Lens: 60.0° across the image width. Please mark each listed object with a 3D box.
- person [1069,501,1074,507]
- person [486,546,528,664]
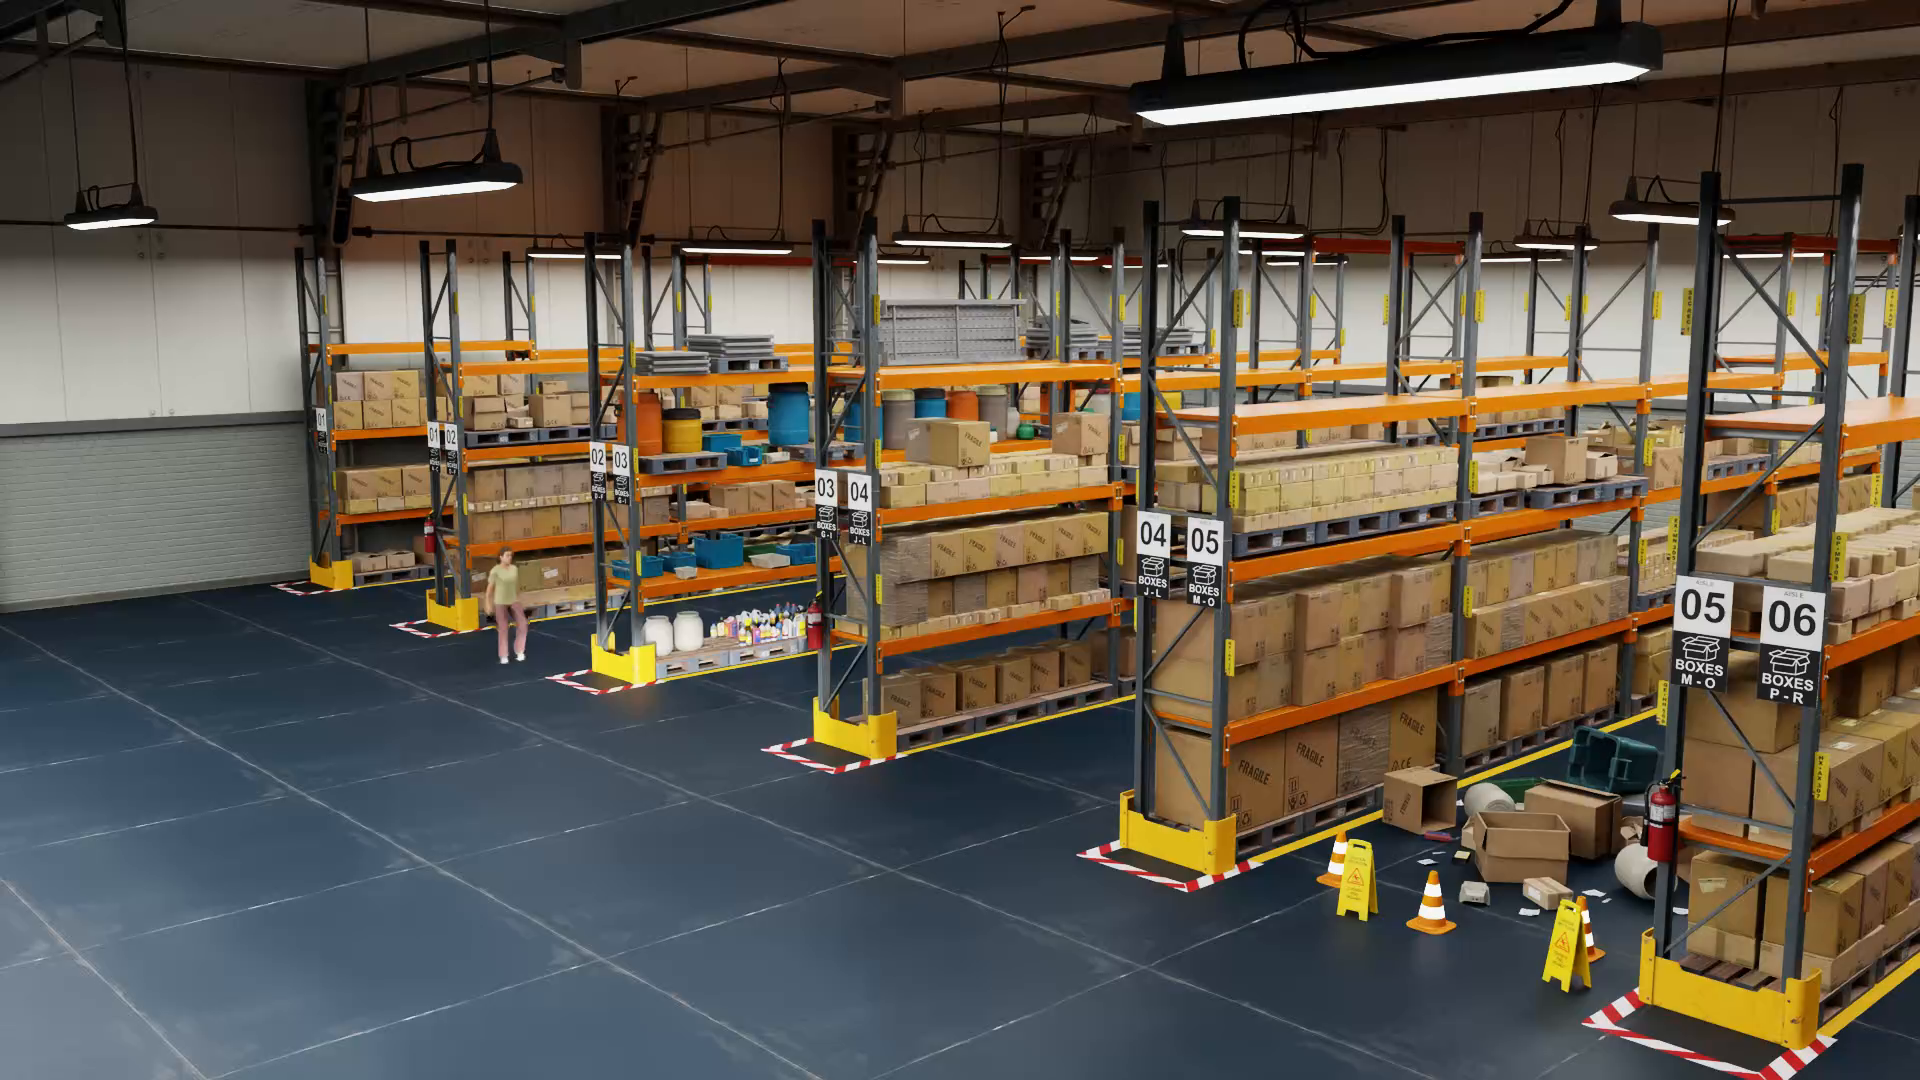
[{"bbox_3d":[1.983,-0.605,33.368,1.050,1.729,0.632,-8,12,-44],"label":"person"},{"bbox_3d":[-6.434,0.913,23.527,0.578,1.670,0.381,-7,11,-41],"label":"person"}]
